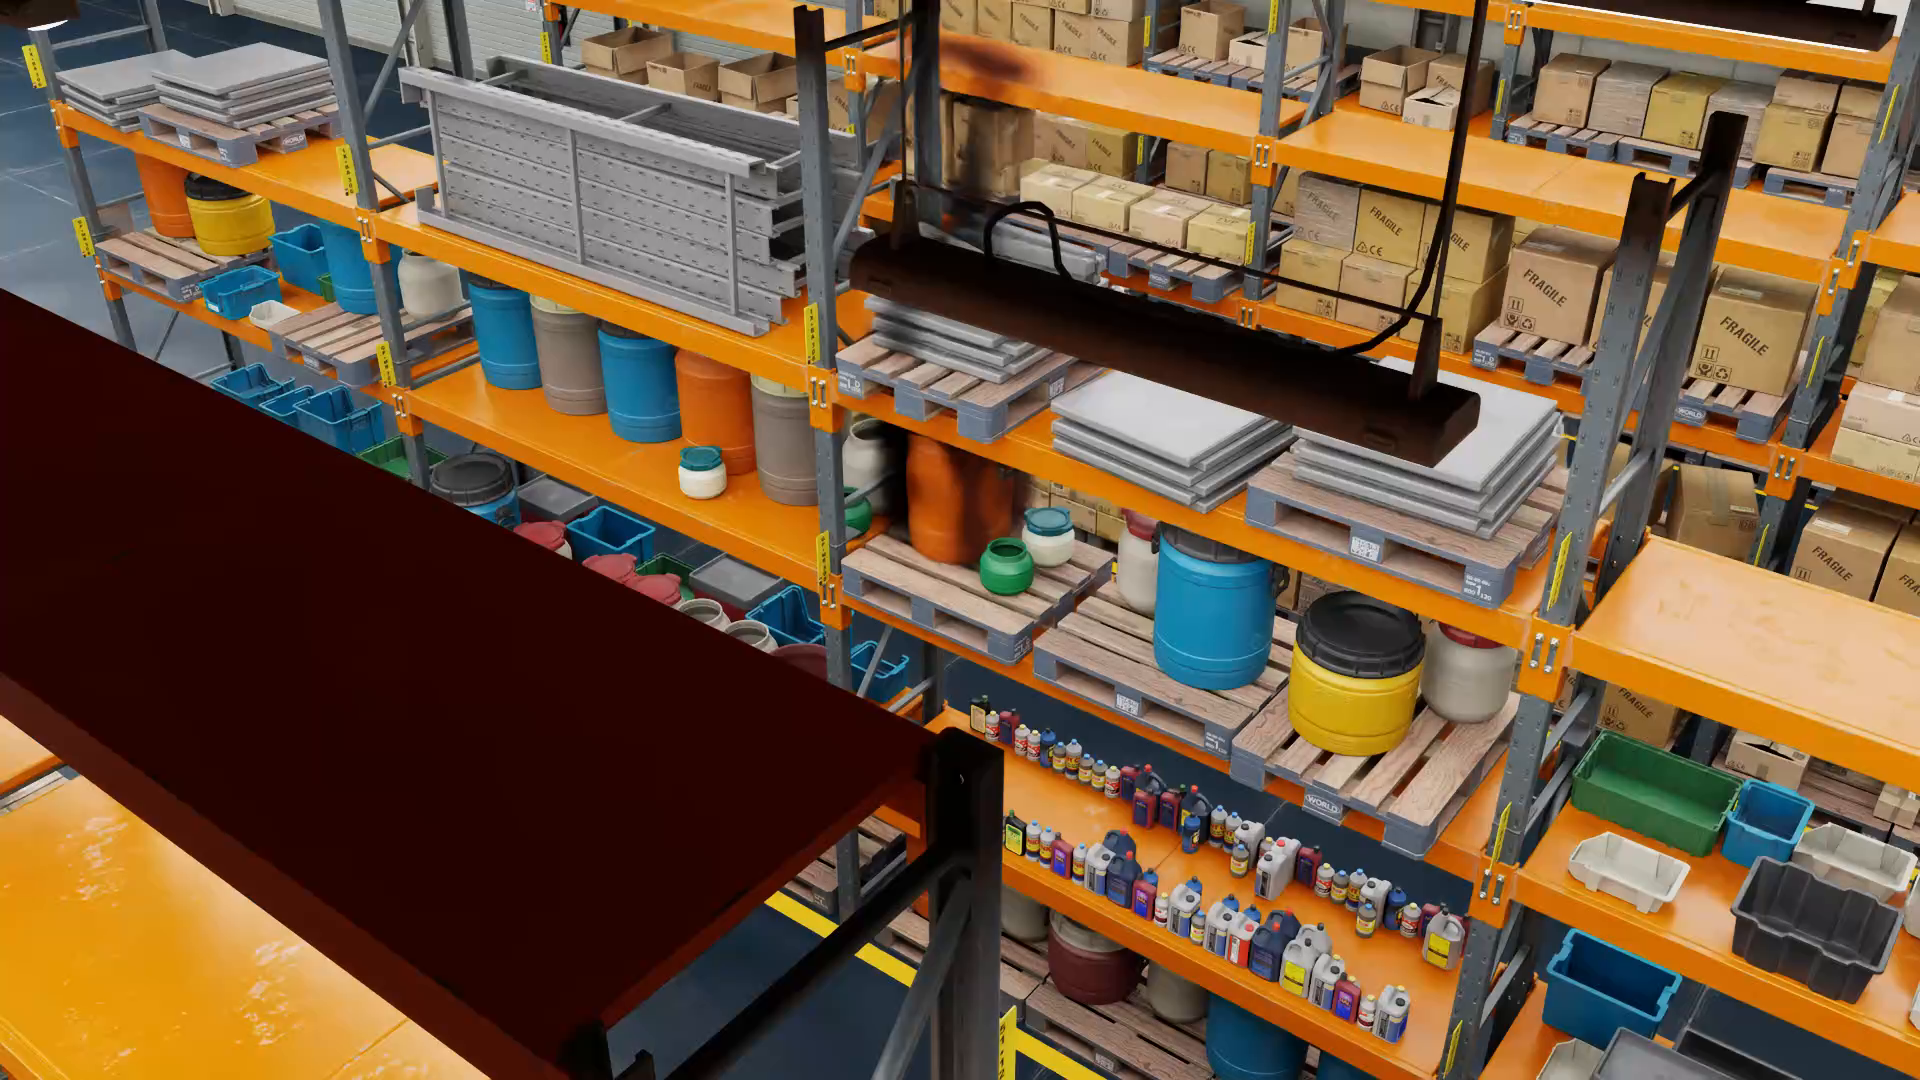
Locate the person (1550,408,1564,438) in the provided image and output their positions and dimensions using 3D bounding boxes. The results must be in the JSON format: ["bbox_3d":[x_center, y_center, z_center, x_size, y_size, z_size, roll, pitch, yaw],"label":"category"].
[{"bbox_3d":[5.167,-0.565,14.611,0.845,1.674,0.608,20,37,29],"label":"person"}]

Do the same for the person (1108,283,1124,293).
[{"bbox_3d":[1.496,-1.959,16.778,0.853,1.833,0.651,16,35,25],"label":"person"}]
